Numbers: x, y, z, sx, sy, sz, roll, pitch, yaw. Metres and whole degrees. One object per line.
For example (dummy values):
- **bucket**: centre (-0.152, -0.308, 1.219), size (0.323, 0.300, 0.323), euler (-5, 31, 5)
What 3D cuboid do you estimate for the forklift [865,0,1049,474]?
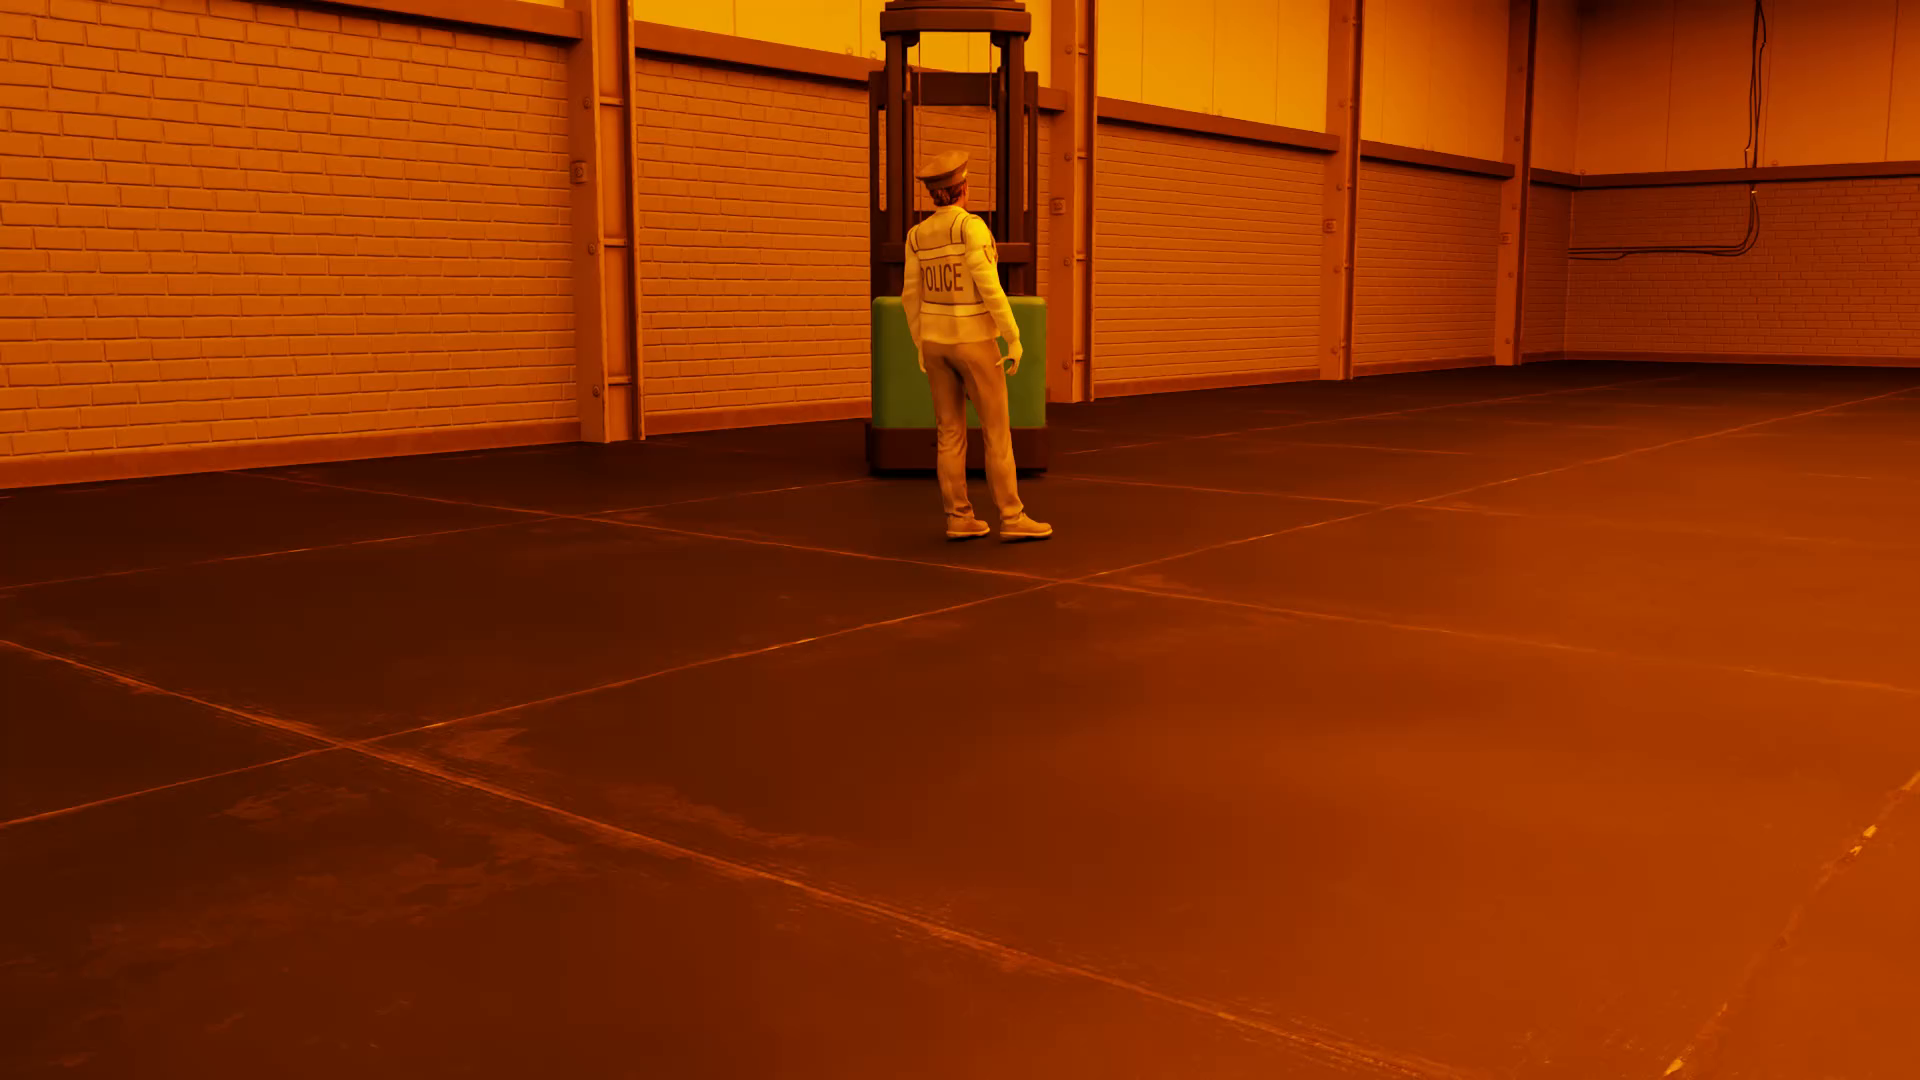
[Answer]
- **forklift**: centre (-0.050, -2.014, 11.041), size (1.130, 2.935, 3.031), euler (0, 8, -2)

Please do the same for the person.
- **person**: centre (0.048, -0.853, 7.330), size (0.588, 1.695, 0.531), euler (7, 11, 38)
